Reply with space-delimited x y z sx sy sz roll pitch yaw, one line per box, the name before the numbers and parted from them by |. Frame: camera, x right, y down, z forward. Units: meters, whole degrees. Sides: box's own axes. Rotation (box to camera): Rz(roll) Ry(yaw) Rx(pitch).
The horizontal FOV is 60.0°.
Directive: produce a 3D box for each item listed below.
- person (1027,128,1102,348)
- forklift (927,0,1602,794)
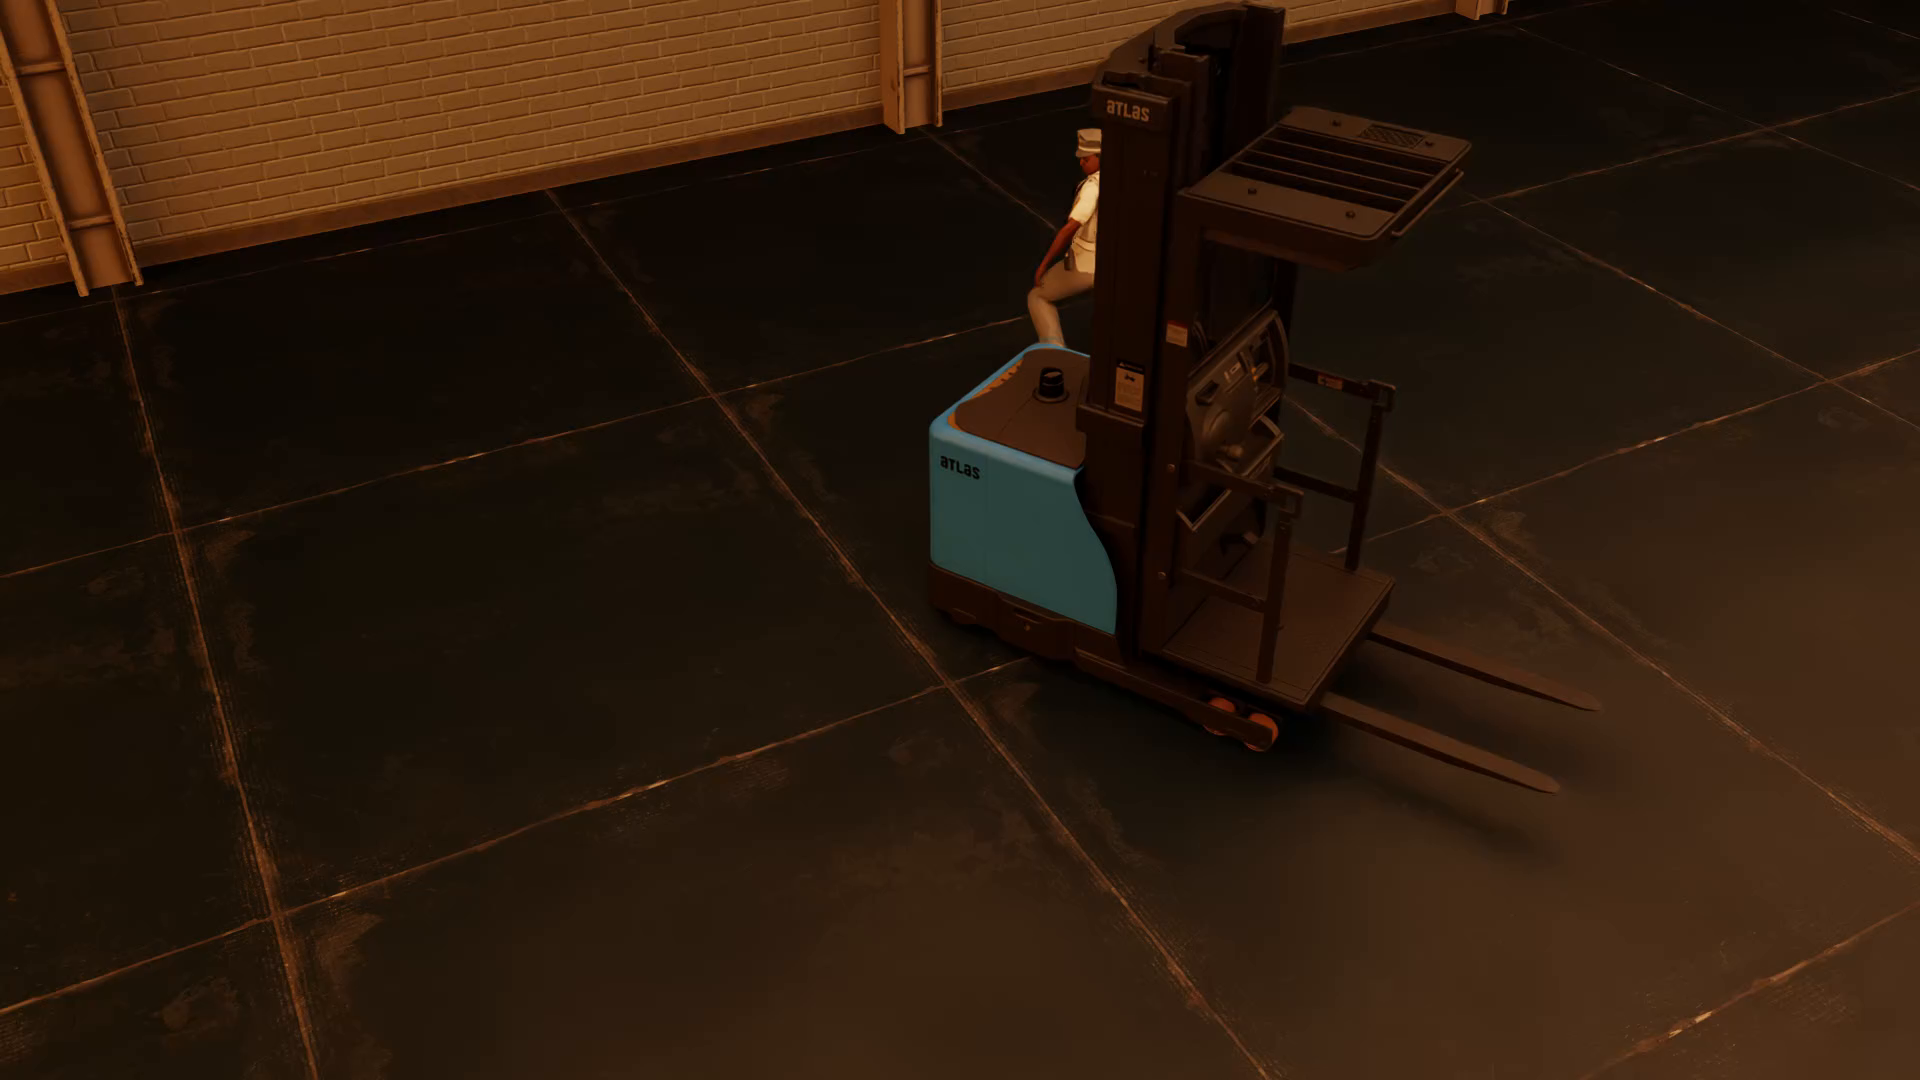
person | 0.766 -1.642 9.692 0.910 1.552 0.494 -18 39 -23
forklift | 1.356 -0.616 6.995 3.031 2.935 1.130 21 40 27
